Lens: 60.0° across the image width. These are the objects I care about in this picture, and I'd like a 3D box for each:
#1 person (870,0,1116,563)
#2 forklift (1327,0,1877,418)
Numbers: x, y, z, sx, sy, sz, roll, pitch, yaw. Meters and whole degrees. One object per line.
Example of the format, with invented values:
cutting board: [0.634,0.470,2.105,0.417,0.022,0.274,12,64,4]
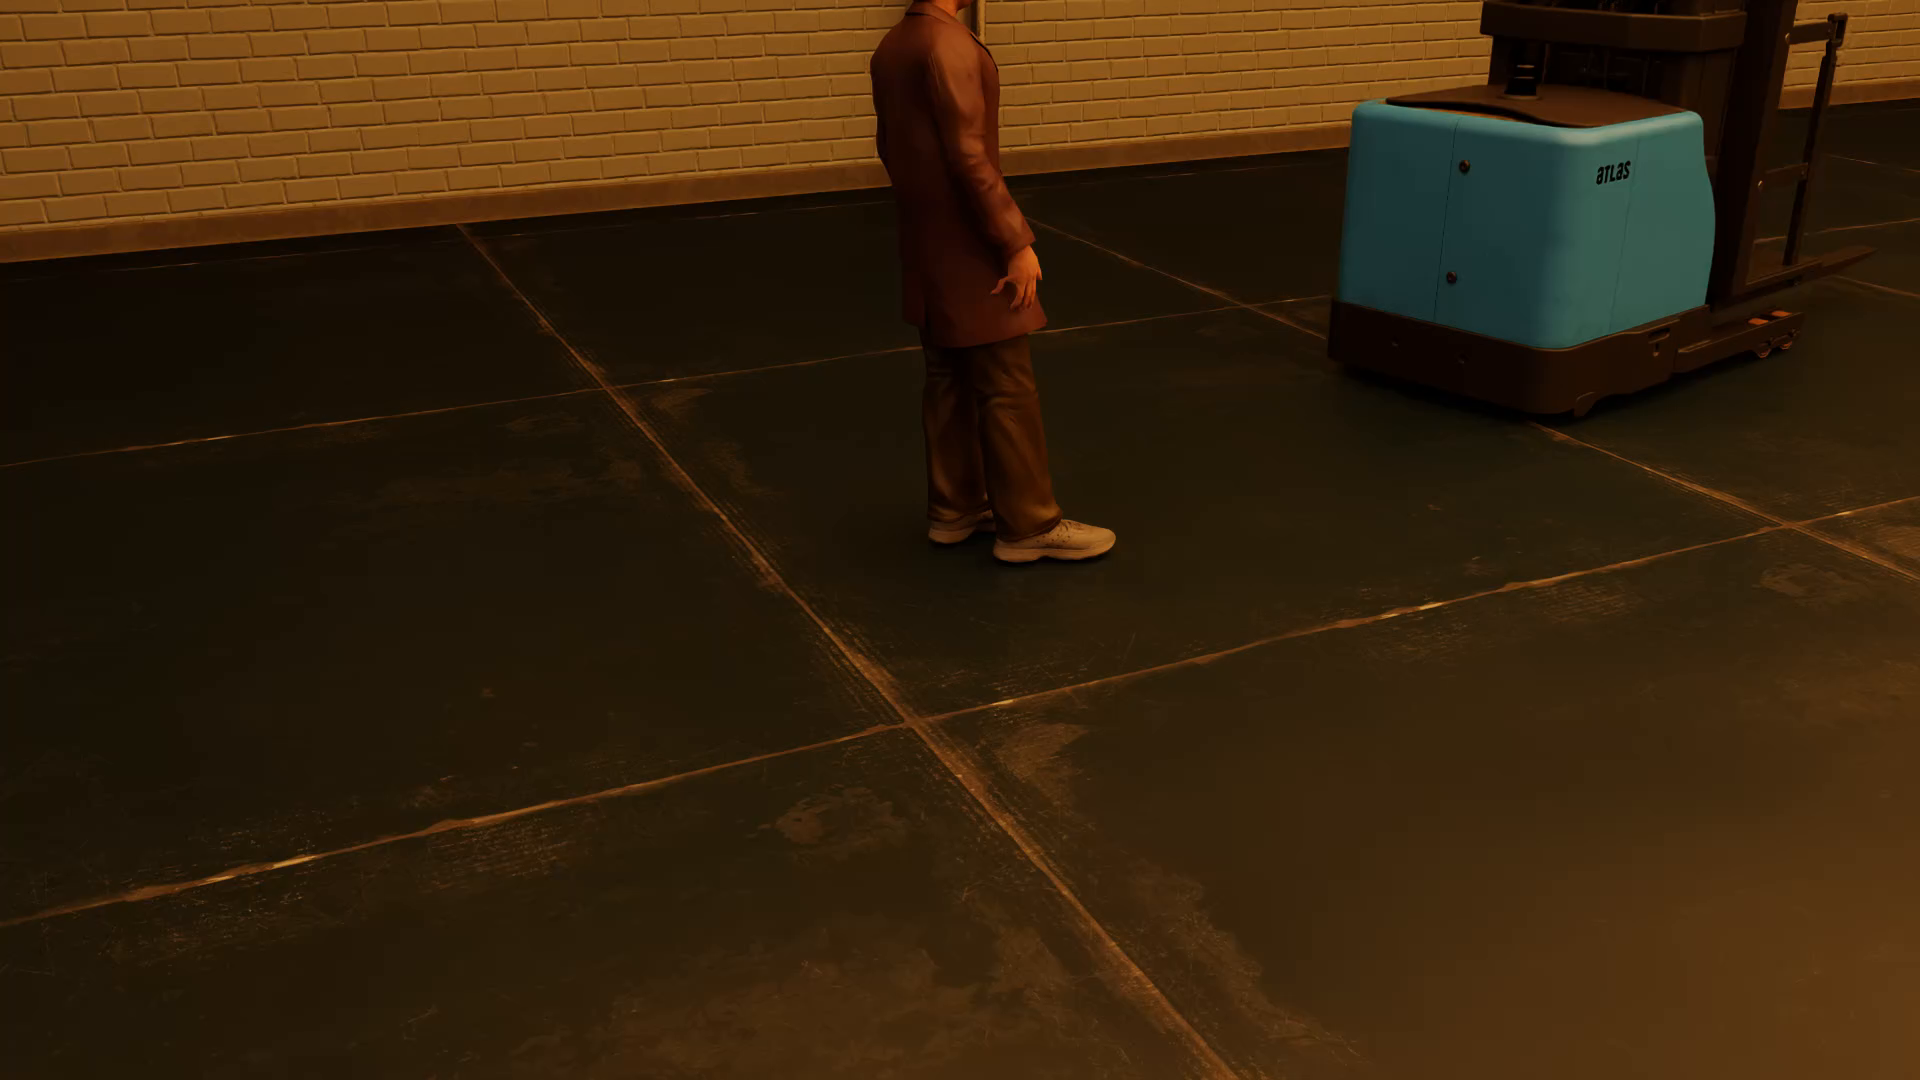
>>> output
person: [0.084,-0.841,4.794,0.582,1.776,0.696,-10,25,-23]
forklift: [2.939,-2.249,6.699,3.031,2.935,1.130,-18,28,-36]
